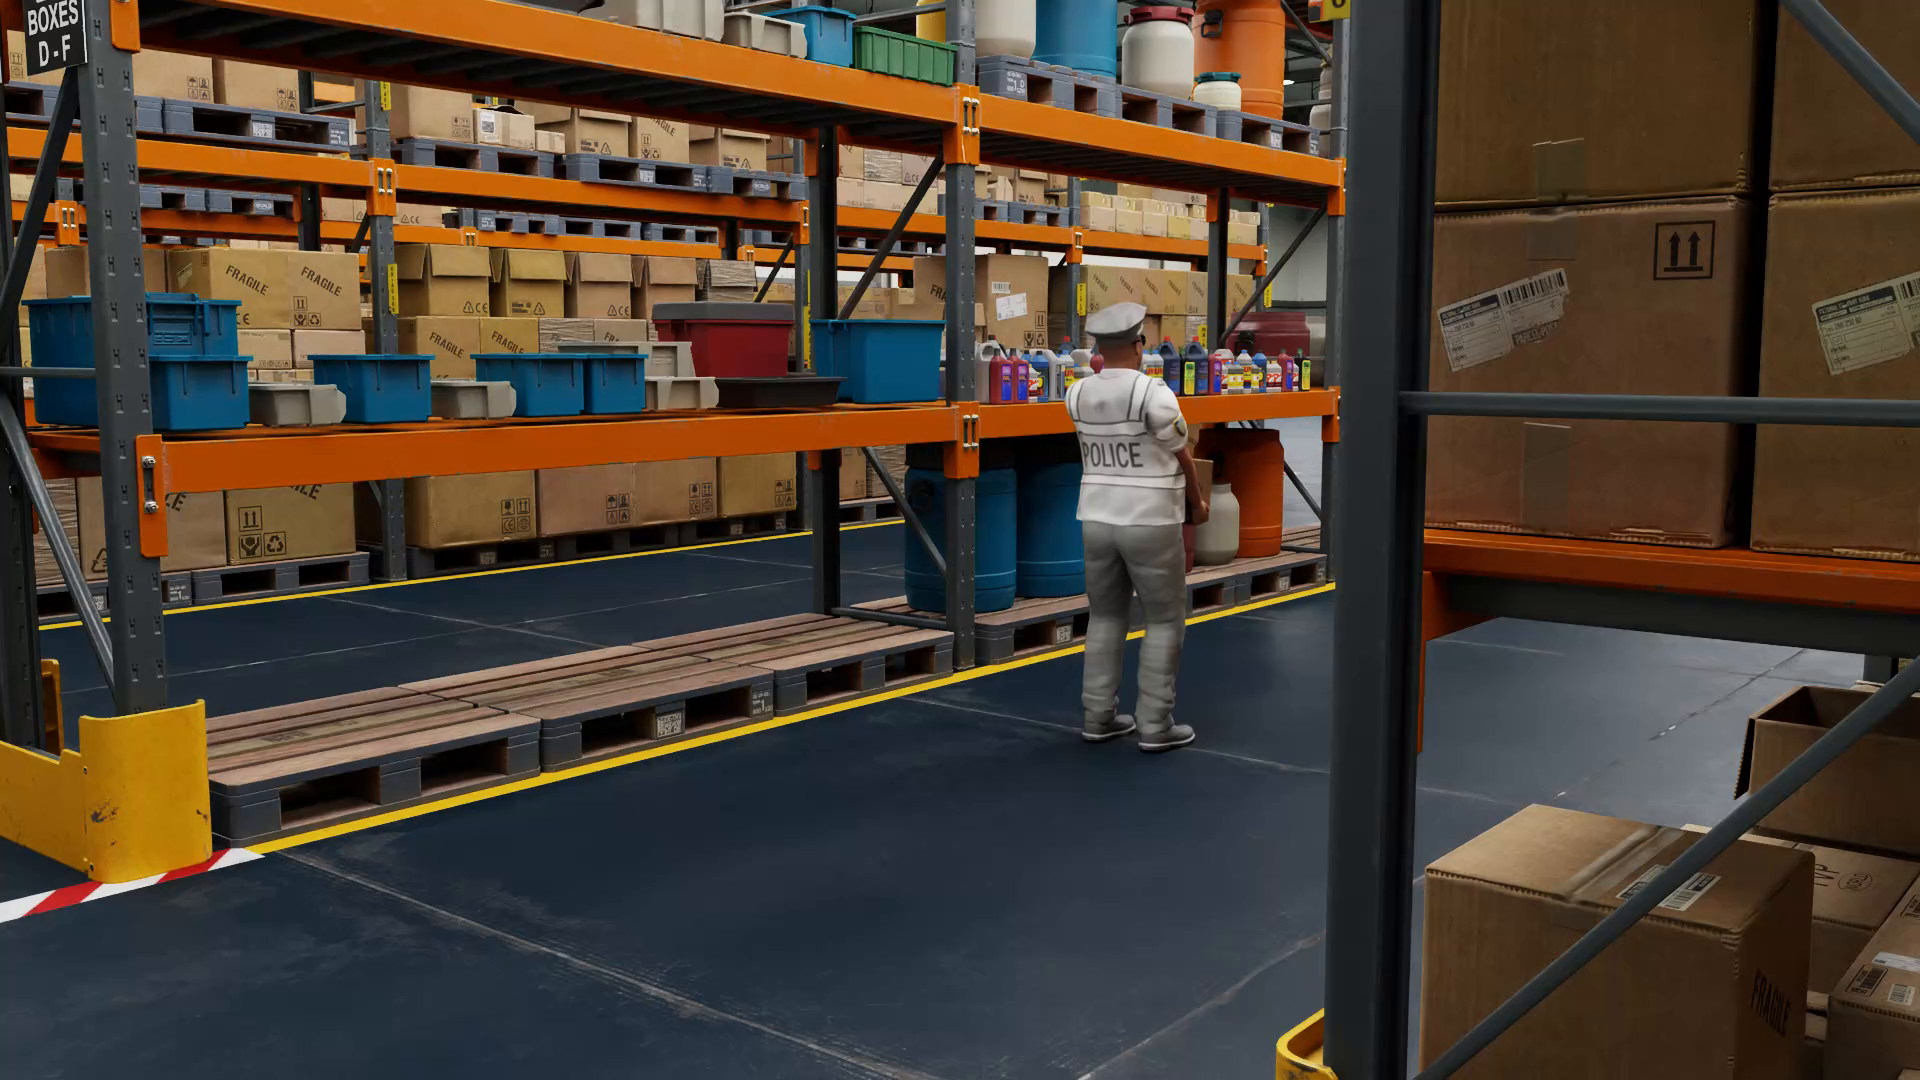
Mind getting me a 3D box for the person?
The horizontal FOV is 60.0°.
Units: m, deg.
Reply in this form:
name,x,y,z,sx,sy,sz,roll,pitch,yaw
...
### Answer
name,x,y,z,sx,sy,sz,roll,pitch,yaw
person,0.723,-0.067,6.691,0.493,1.768,0.573,5,8,39
